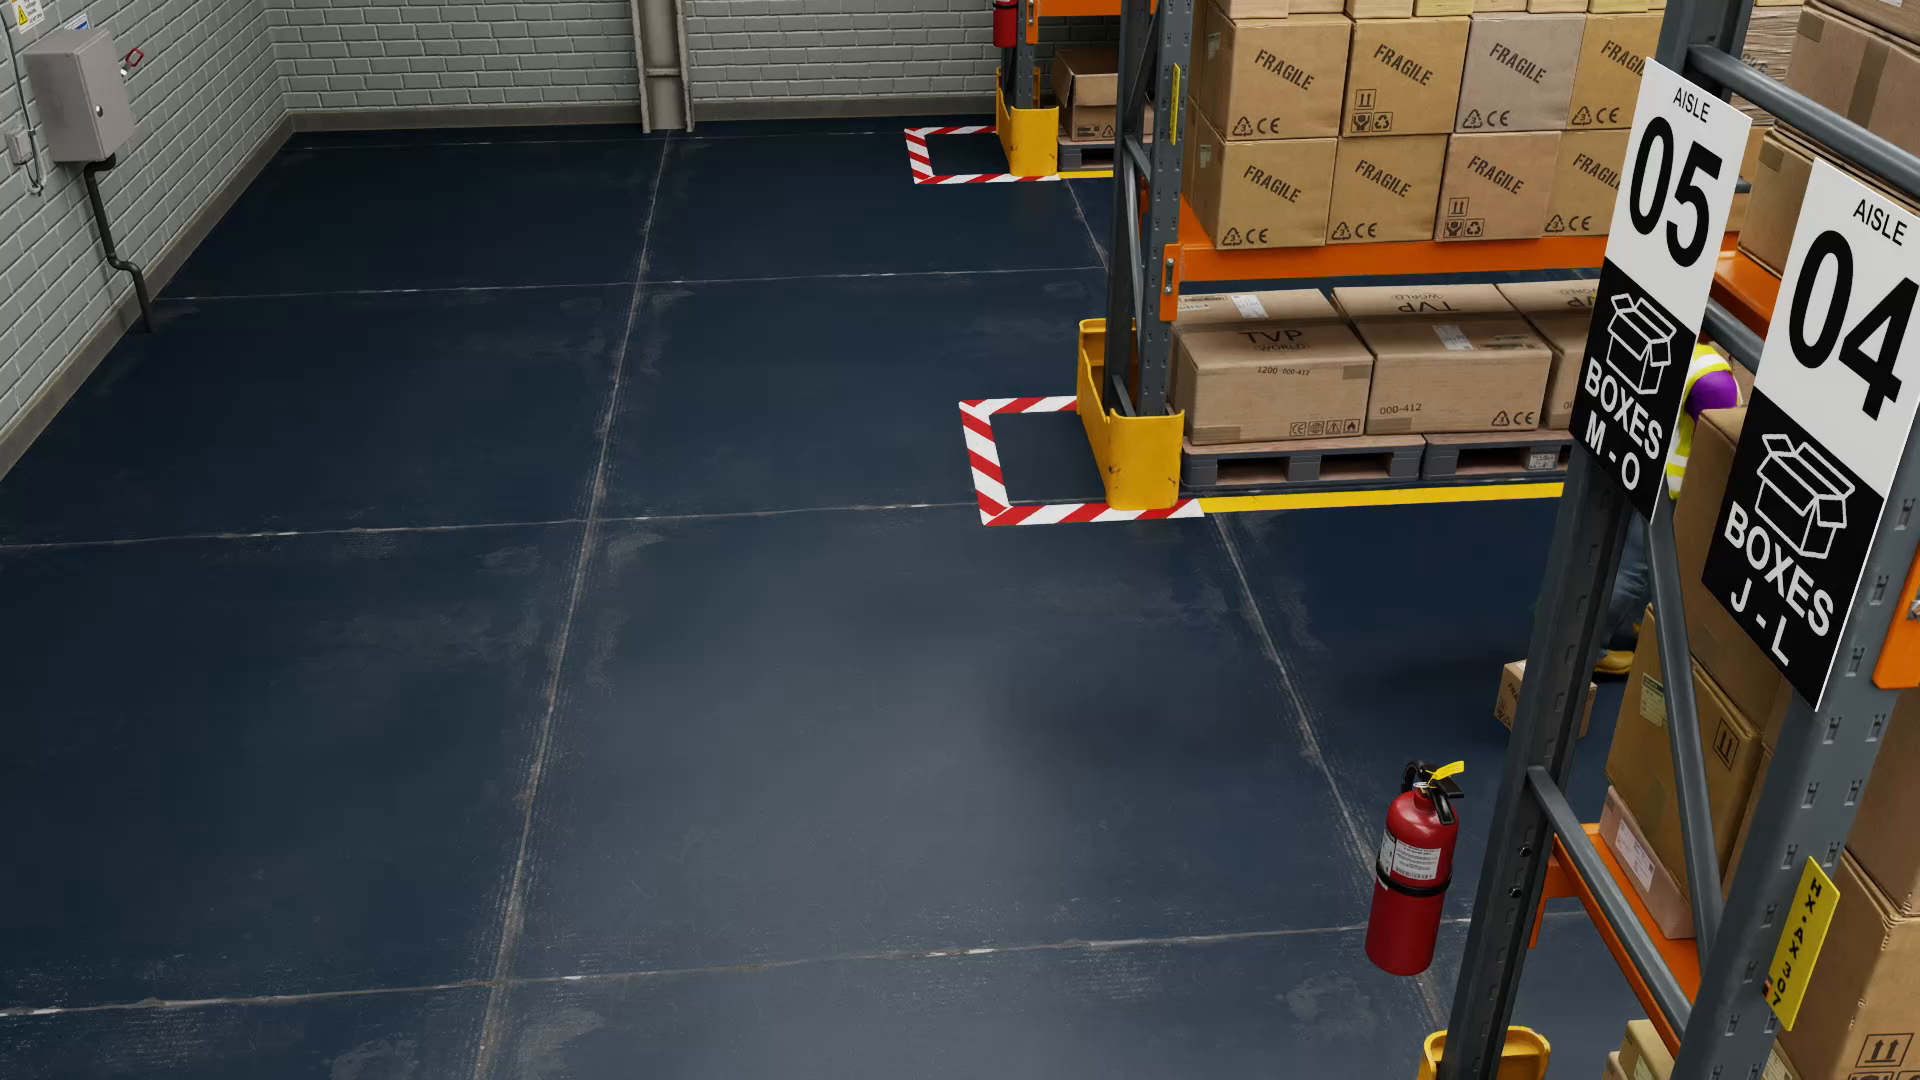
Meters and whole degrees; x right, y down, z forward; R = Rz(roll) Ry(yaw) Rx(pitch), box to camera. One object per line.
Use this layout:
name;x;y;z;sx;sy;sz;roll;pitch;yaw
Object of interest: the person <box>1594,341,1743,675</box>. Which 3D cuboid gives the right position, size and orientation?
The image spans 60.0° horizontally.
person;2.809;-0.215;6.501;0.691;1.823;0.570;-6;31;-9
